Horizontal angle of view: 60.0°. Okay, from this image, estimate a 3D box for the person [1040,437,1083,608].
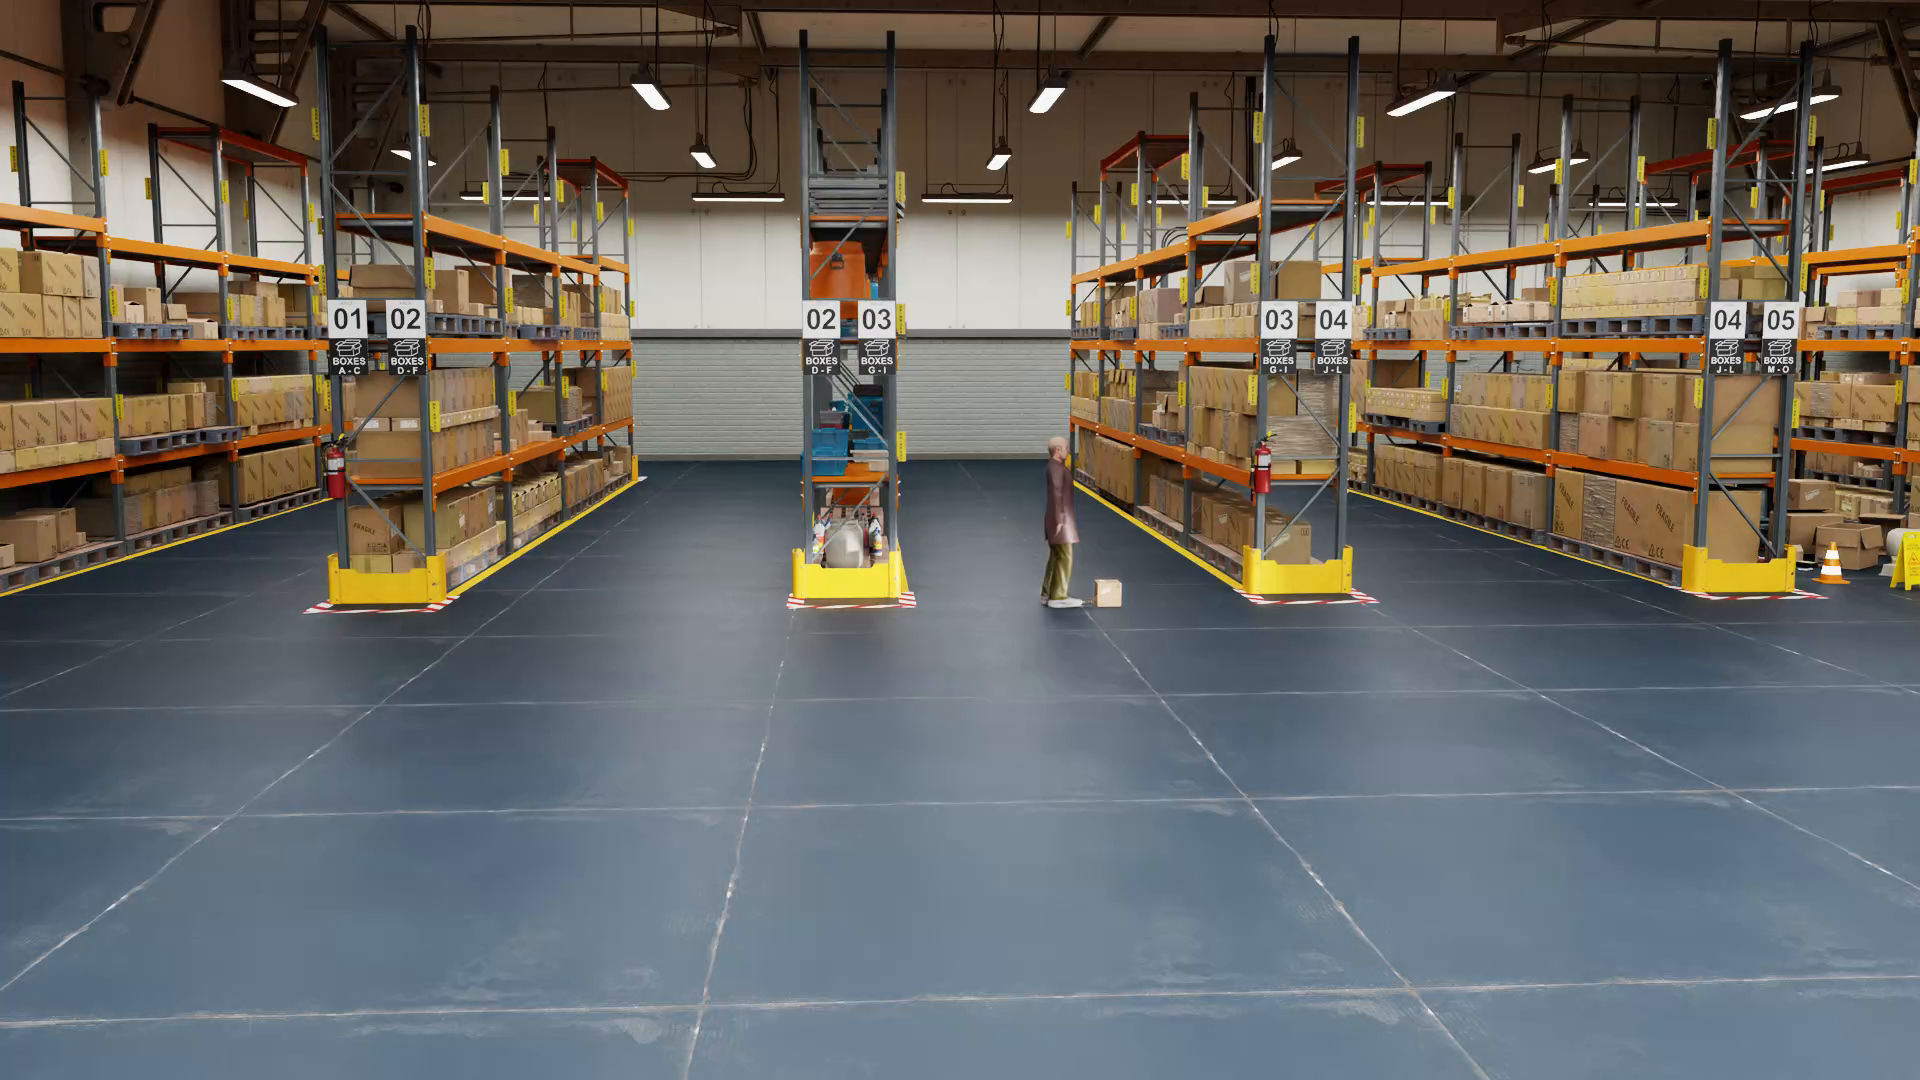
[{"bbox_3d":[1.069,-0.194,17.459,0.427,1.775,0.564,0,7,-2],"label":"person"}]
